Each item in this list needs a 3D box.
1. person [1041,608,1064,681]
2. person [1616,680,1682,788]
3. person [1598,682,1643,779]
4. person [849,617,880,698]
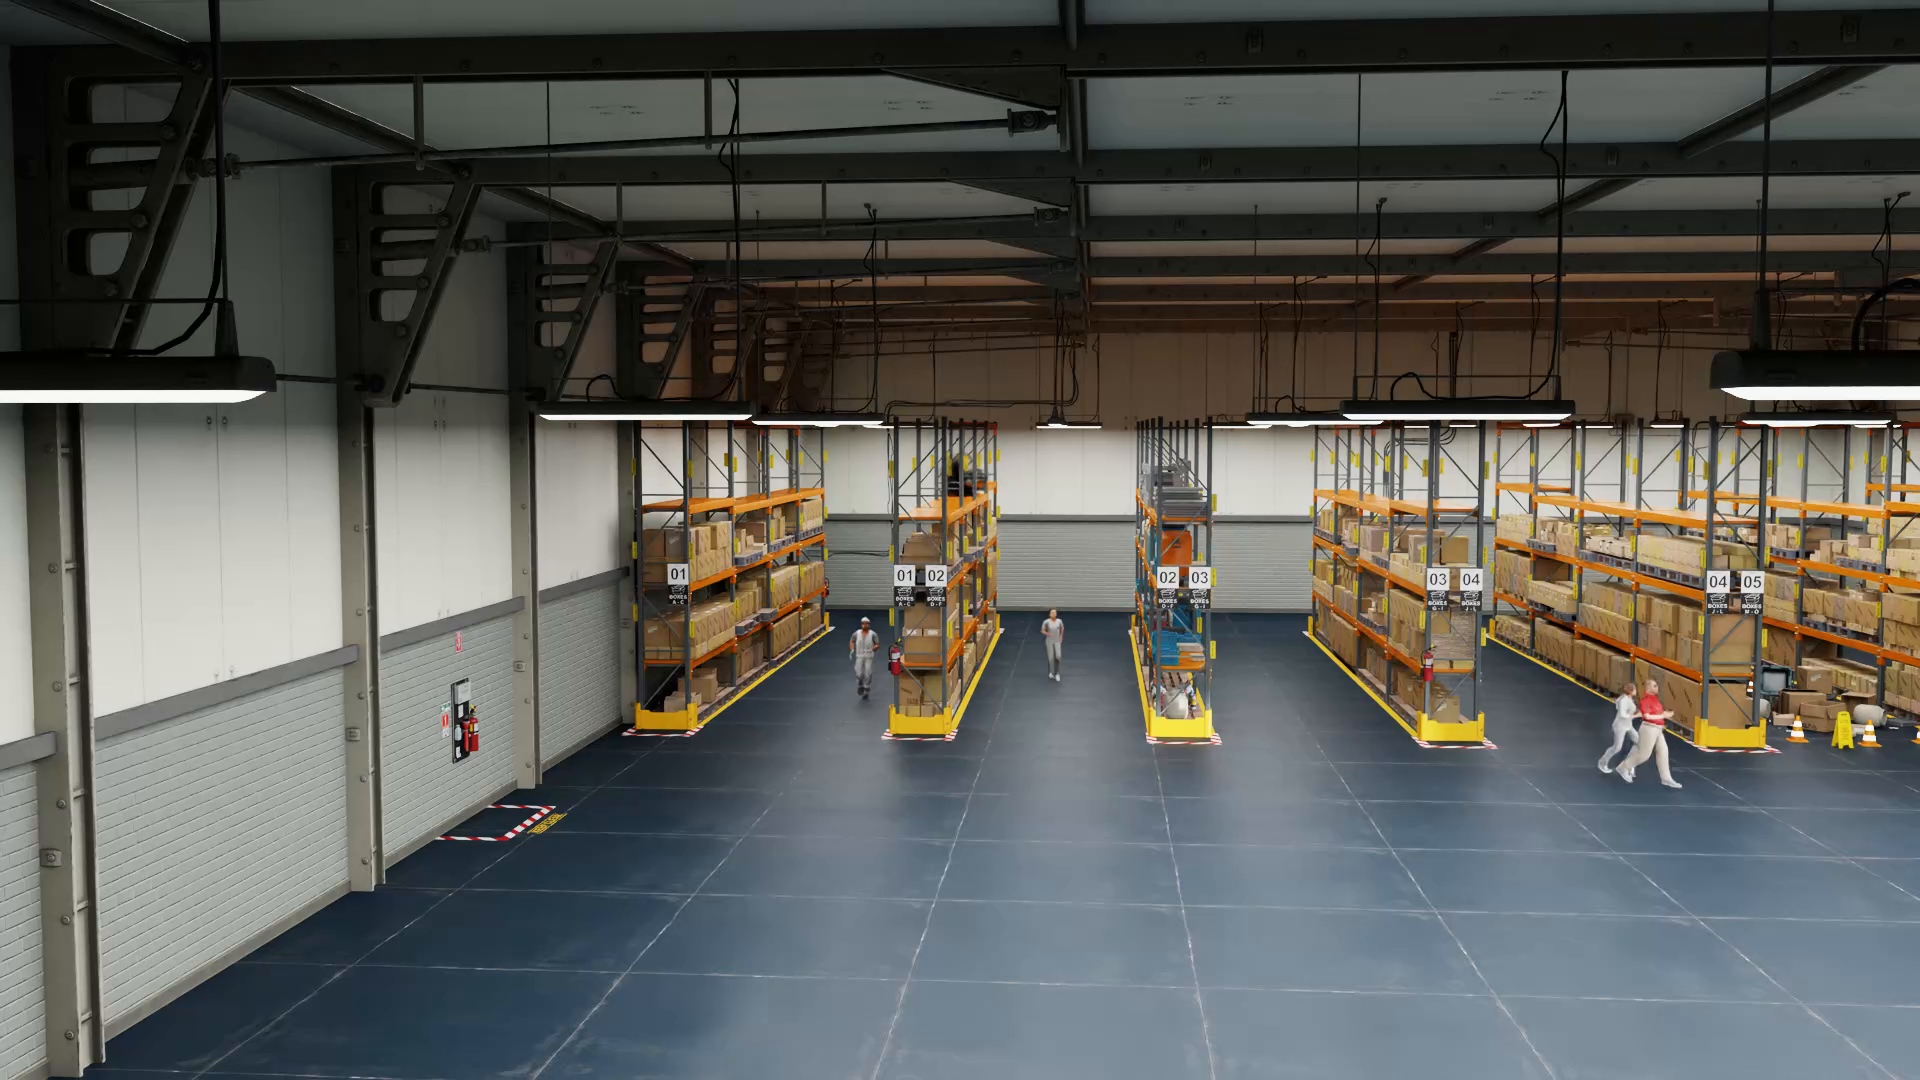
[{"bbox_3d":[2.137,2.409,38.253,0.554,1.687,0.709,0,4,-5],"label":"person"},{"bbox_3d":[11.093,3.094,26.718,0.987,1.714,0.663,3,5,39],"label":"person"},{"bbox_3d":[10.946,3.131,27.479,0.774,1.598,0.561,3,5,38],"label":"person"},{"bbox_3d":[-2.040,2.526,35.473,0.646,1.744,0.598,0,4,0],"label":"person"}]
